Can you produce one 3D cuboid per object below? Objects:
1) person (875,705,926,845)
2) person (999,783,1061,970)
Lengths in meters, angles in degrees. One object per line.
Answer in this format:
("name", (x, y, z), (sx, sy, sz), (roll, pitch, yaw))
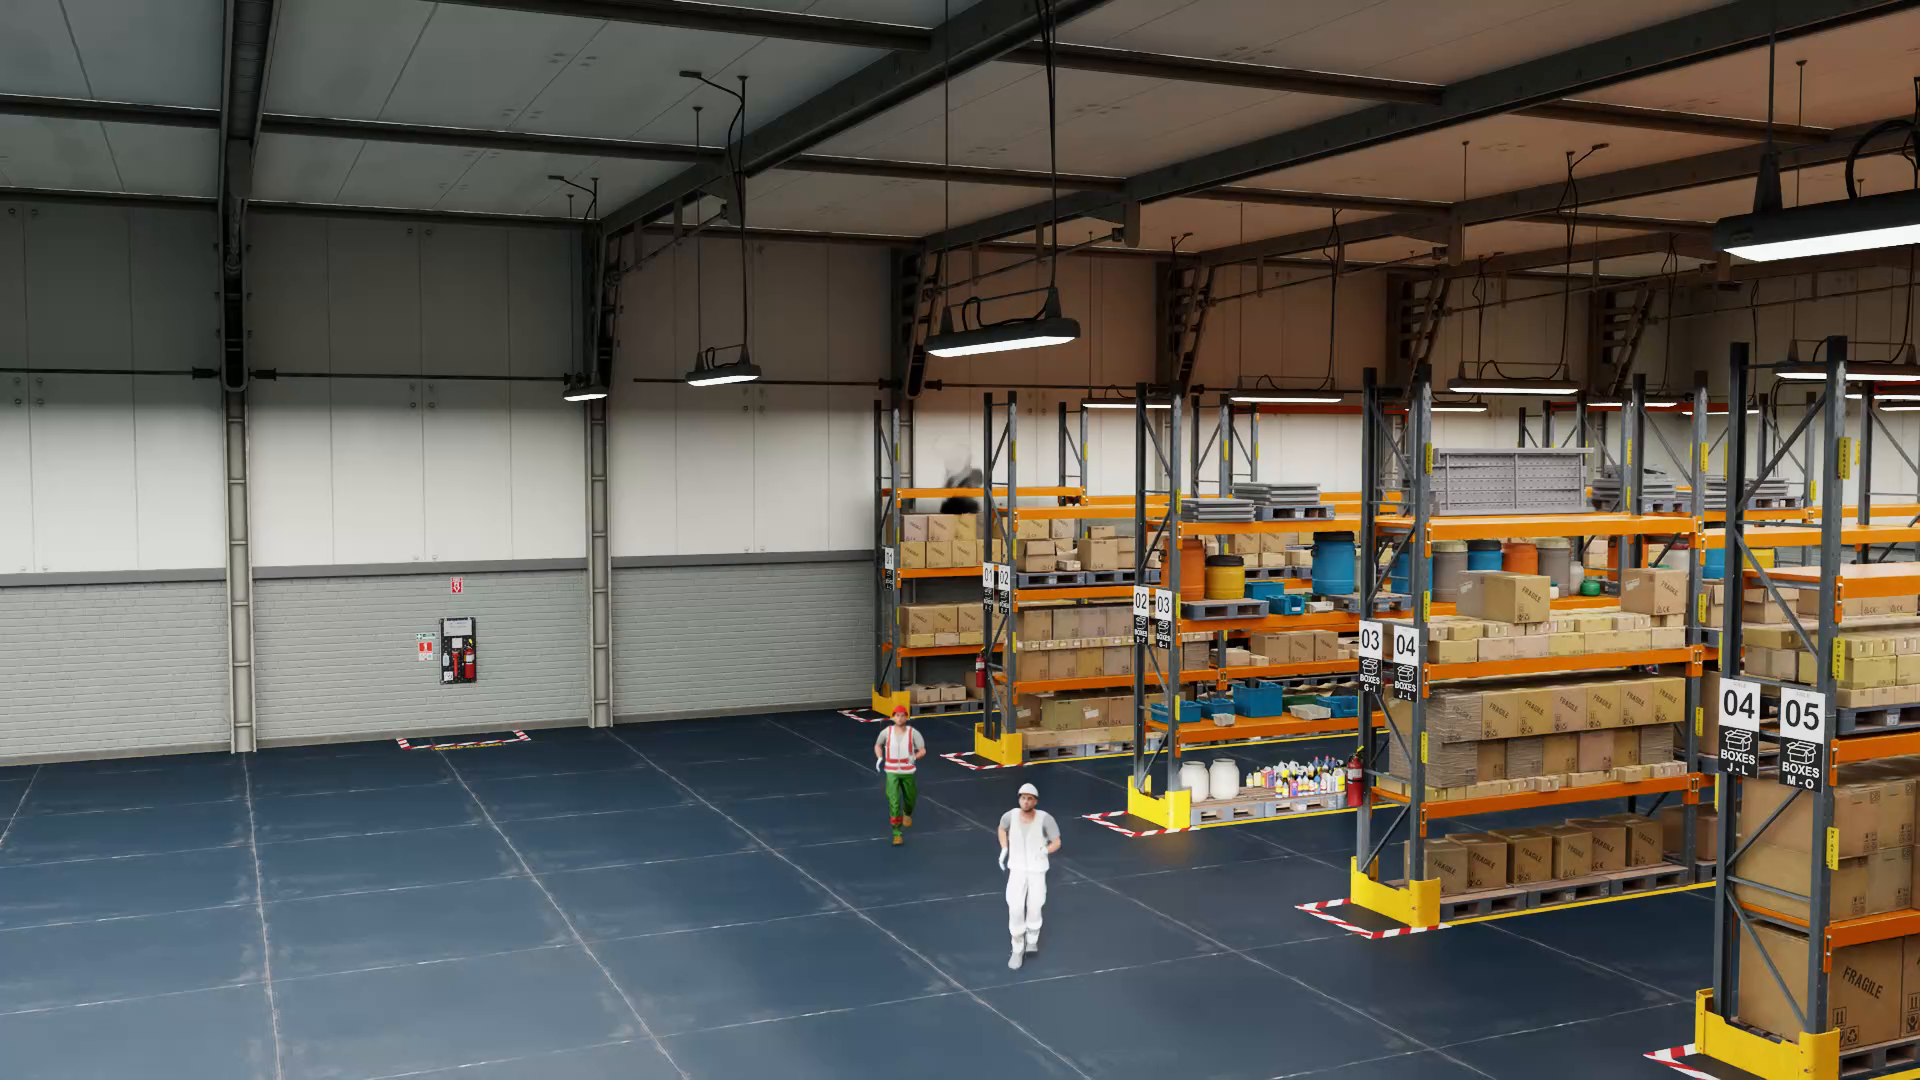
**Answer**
("person", (-0.781, 3.026, 21.632), (0.668, 1.760, 0.868), (0, 3, 0))
("person", (0.684, 3.322, 16.501), (0.637, 1.834, 0.767), (0, 3, 5))
